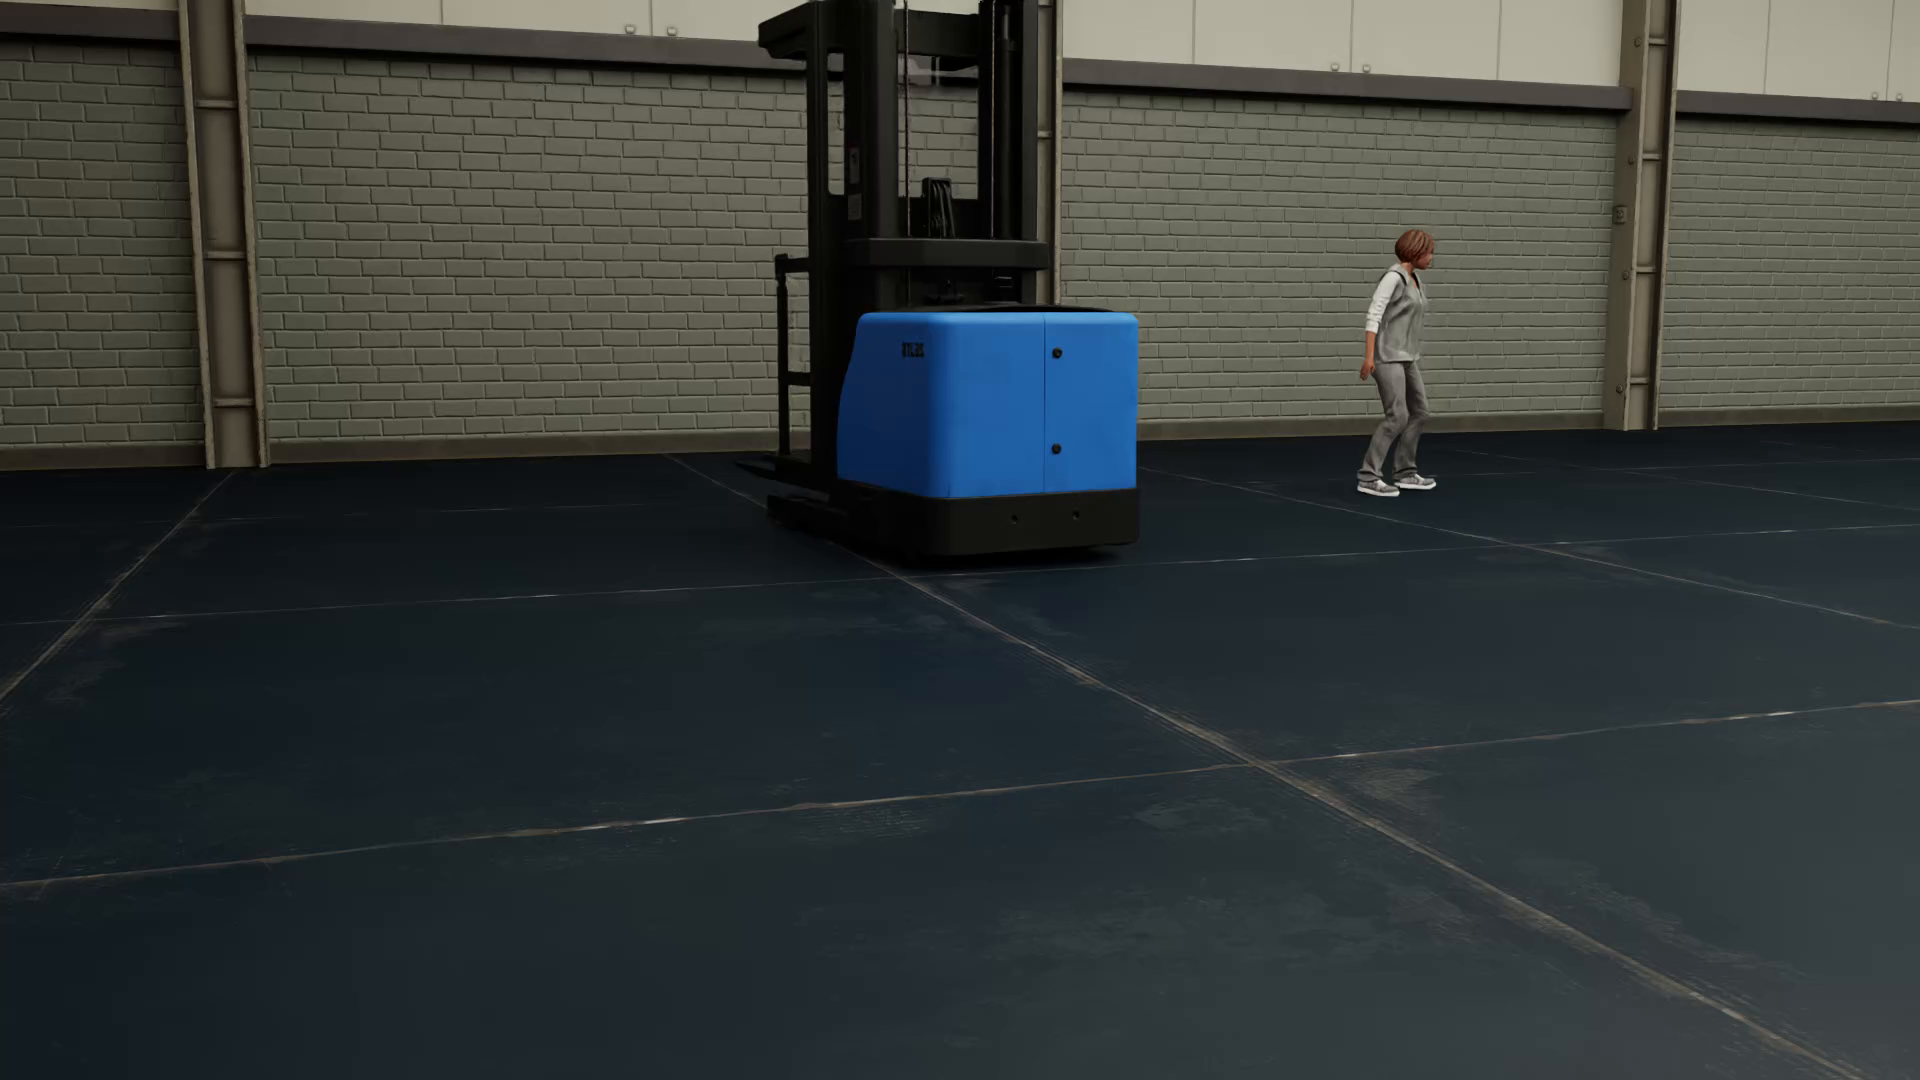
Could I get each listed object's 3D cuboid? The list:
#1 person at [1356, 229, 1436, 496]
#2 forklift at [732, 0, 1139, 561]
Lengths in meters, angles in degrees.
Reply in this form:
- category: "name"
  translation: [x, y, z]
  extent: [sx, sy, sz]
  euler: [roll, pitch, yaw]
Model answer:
- category: "person"
  translation: [2.601, -1.051, 9.892]
  extent: [0.385, 1.568, 0.726]
  euler: [5, 9, 33]
- category: "forklift"
  translation: [-0.327, -1.523, 8.248]
  extent: [1.130, 2.935, 3.031]
  euler: [-4, 9, -27]
